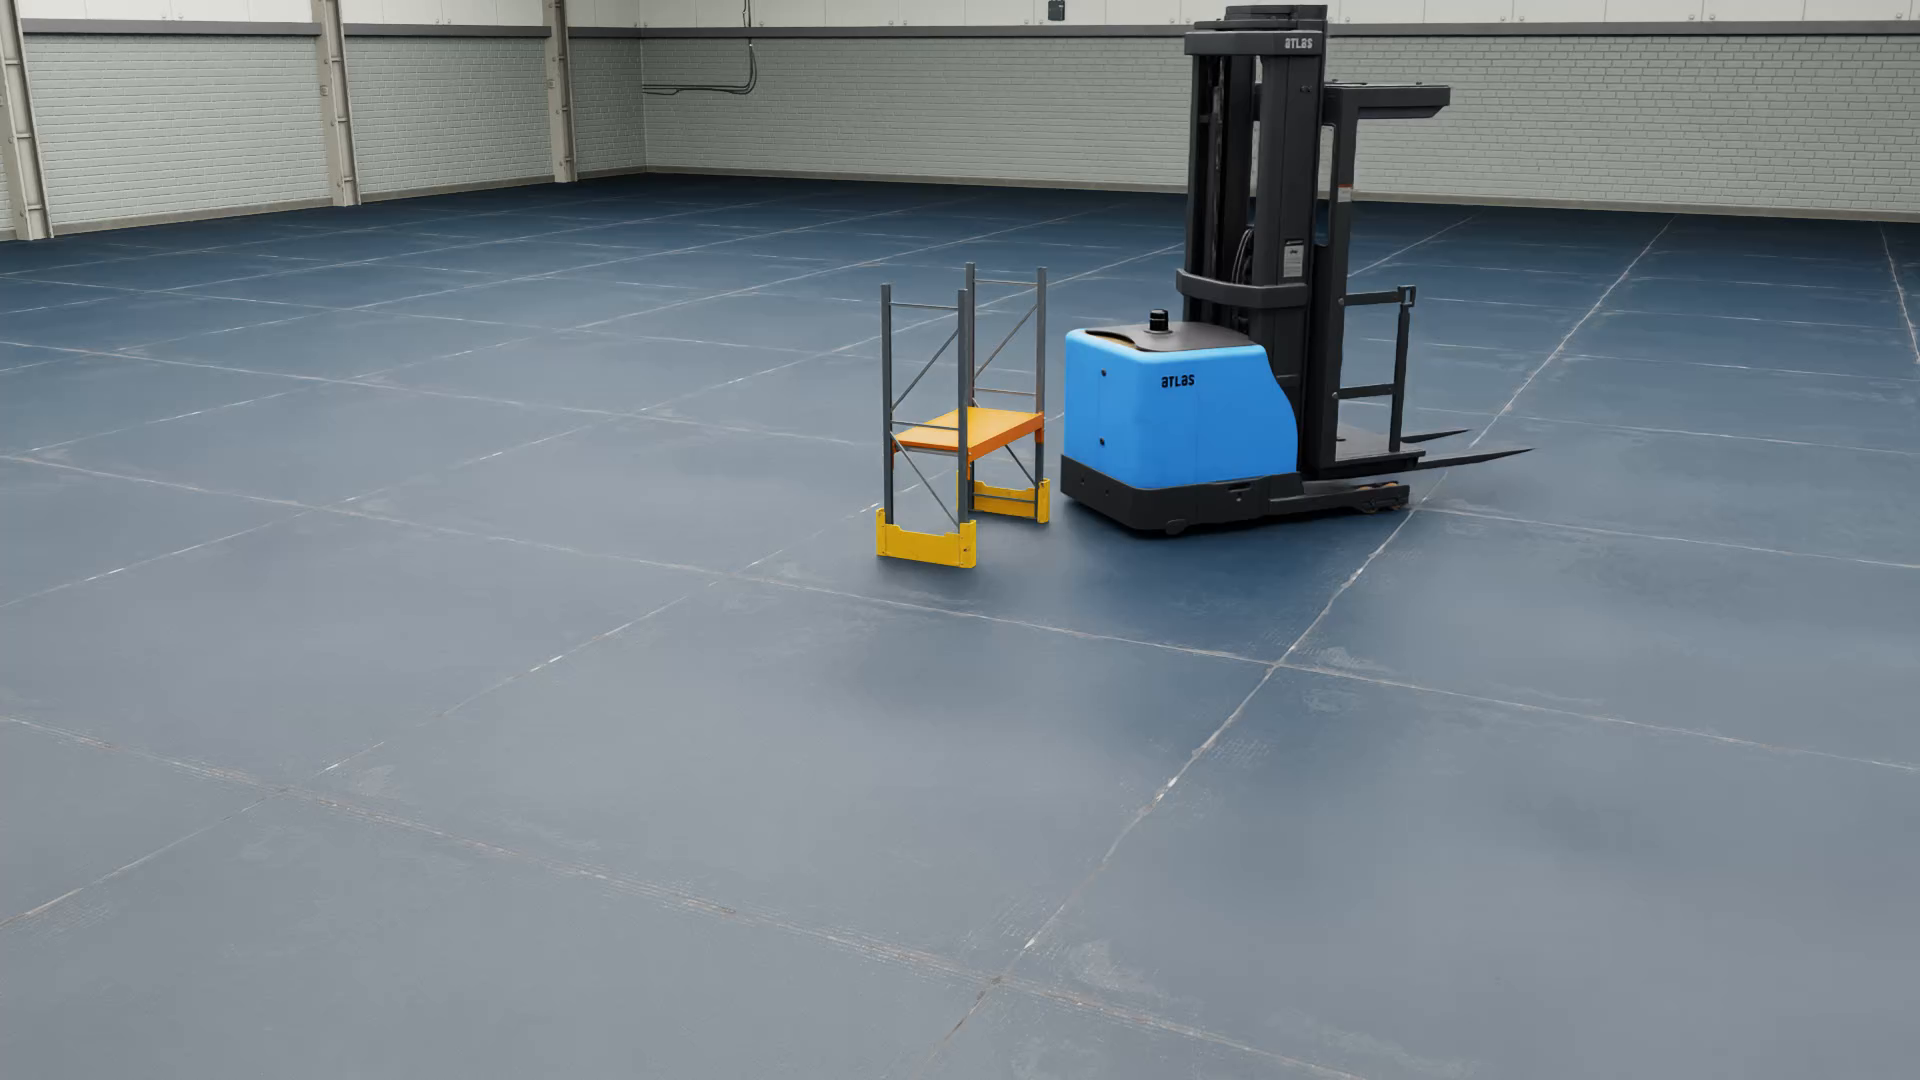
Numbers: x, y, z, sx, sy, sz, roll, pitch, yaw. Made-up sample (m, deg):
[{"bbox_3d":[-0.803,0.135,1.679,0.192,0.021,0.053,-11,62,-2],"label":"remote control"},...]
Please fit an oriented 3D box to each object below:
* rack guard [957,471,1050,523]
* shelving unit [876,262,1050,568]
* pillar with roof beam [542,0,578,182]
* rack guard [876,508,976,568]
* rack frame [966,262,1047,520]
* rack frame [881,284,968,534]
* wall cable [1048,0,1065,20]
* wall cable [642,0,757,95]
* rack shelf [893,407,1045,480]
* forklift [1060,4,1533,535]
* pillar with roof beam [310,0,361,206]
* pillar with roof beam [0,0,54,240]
[{"bbox_3d":[0.257,-0.266,9.981,0.587,0.250,0.087,8,18,25],"label":"rack guard"},{"bbox_3d":[0.034,-0.738,9.376,0.587,1.500,1.083,8,18,25],"label":"shelving unit"},{"bbox_3d":[-4.384,-11.255,31.615,9.100,9.000,0.400,8,18,25],"label":"pillar with roof beam"},{"bbox_3d":[-0.188,-0.012,9.127,0.587,0.250,0.087,8,18,25],"label":"rack guard"},{"bbox_3d":[0.265,-0.870,9.820,0.500,1.500,0.032,8,18,25],"label":"rack frame"},{"bbox_3d":[-0.189,-0.611,8.948,0.500,1.500,0.032,8,18,25],"label":"rack frame"},{"bbox_3d":[2.750,-12.804,30.854,2.305,6.003,0.169,8,18,25],"label":"wall cable"},{"bbox_3d":[-5.736,-10.897,35.861,3.097,2.526,0.112,8,18,25],"label":"wall cable"},{"bbox_3d":[0.038,-0.568,9.435,0.538,0.185,1.000,8,18,25],"label":"rack shelf"},{"bbox_3d":[2.183,-1.693,10.075,3.031,2.935,1.130,-7,18,-23],"label":"forklift"},{"bbox_3d":[-7.065,-9.727,26.469,9.100,9.000,0.400,8,18,25],"label":"pillar with roof beam"},{"bbox_3d":[-9.746,-8.199,21.324,9.100,9.000,0.400,8,18,25],"label":"pillar with roof beam"}]
